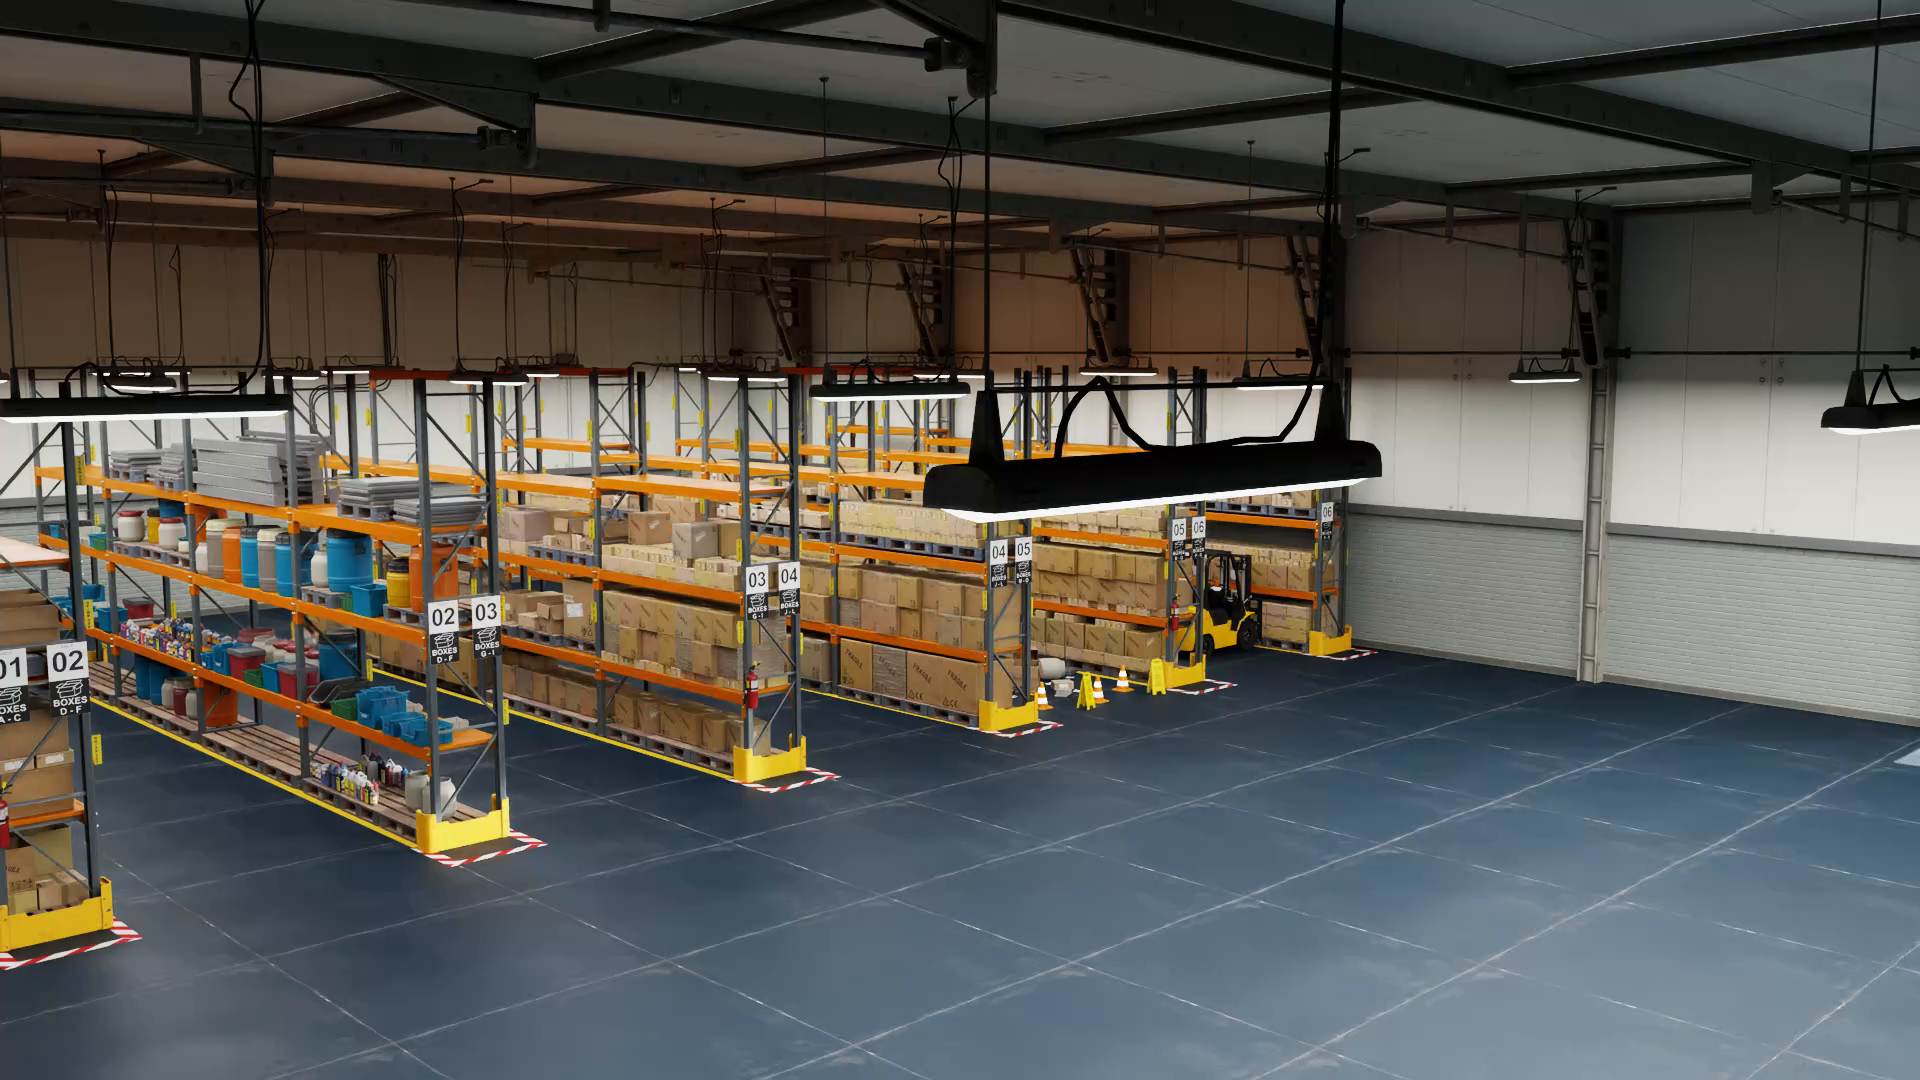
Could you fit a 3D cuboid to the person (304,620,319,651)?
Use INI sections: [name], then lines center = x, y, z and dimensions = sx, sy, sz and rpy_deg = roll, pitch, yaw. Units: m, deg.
[person]
center = -11.764, 2.199, 29.873
dimensions = 0.950, 1.586, 0.531
rpy_deg = 5, 8, 35
